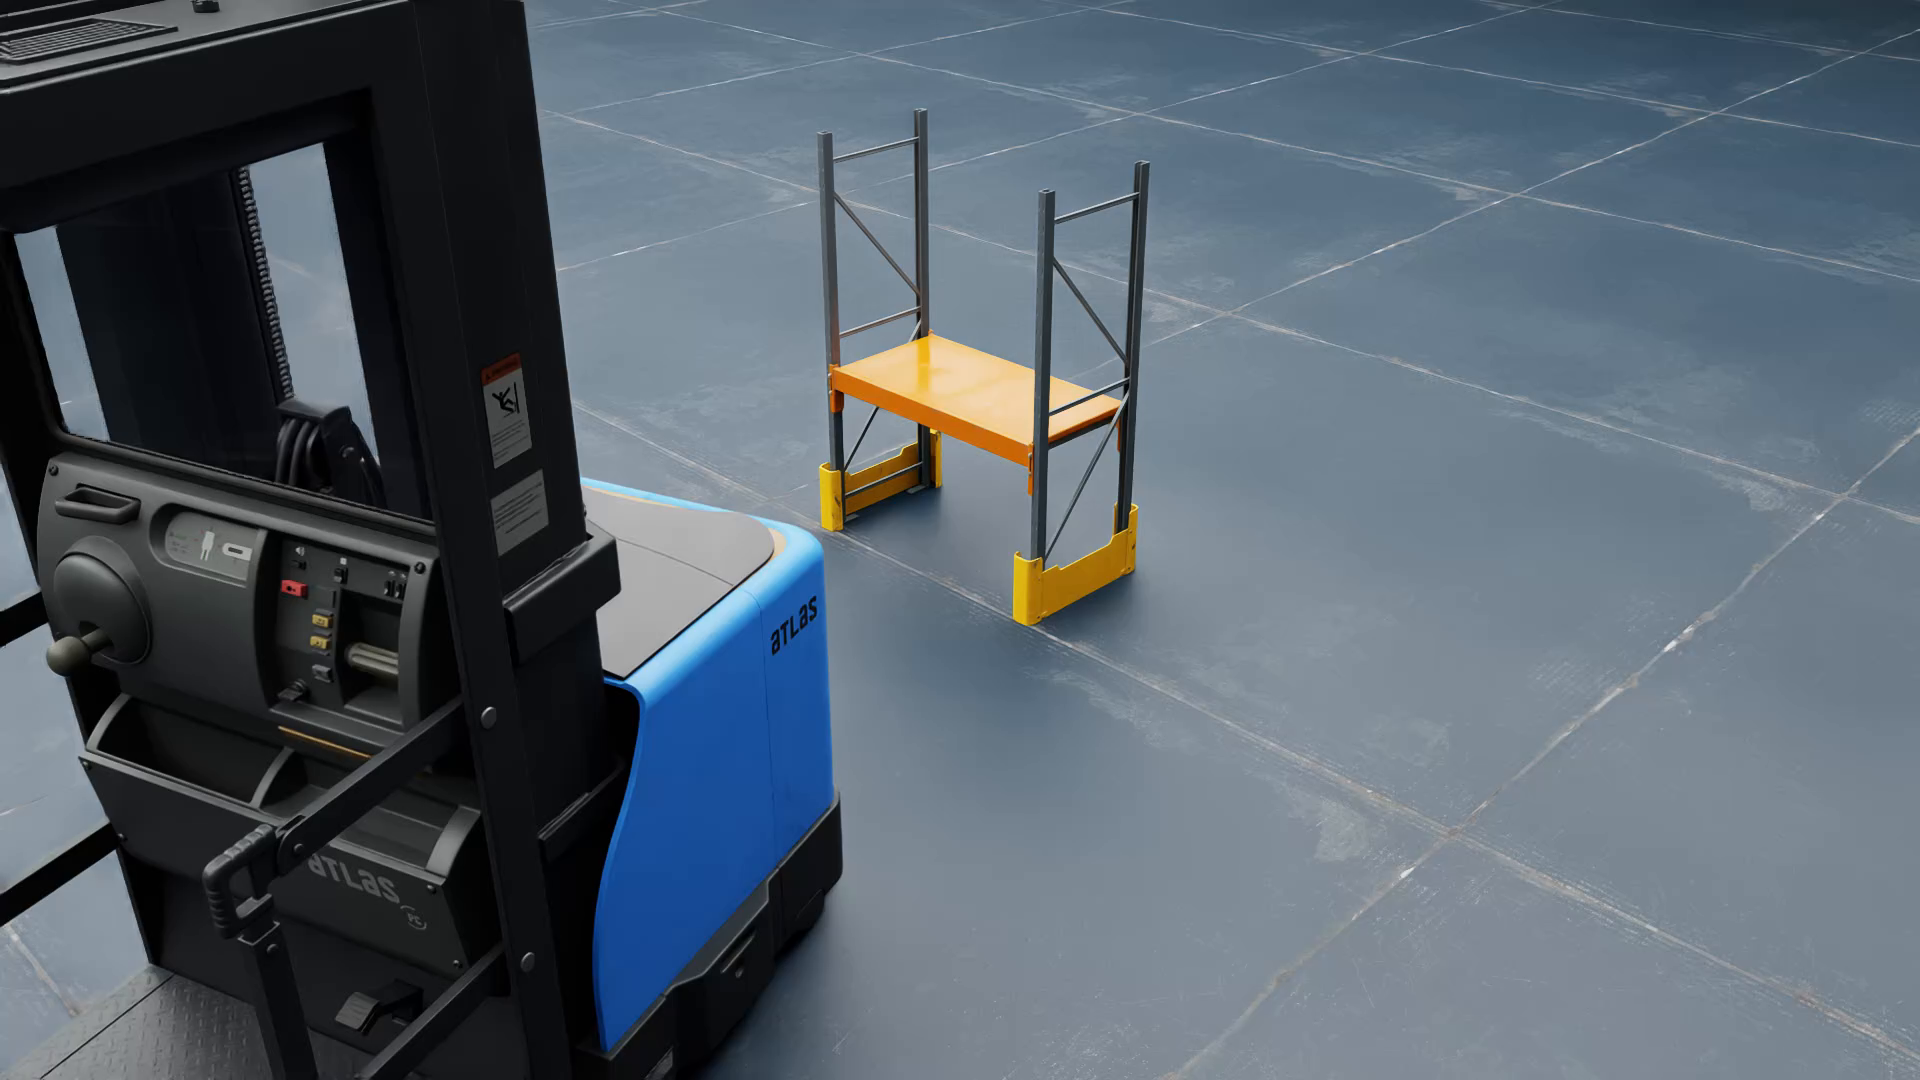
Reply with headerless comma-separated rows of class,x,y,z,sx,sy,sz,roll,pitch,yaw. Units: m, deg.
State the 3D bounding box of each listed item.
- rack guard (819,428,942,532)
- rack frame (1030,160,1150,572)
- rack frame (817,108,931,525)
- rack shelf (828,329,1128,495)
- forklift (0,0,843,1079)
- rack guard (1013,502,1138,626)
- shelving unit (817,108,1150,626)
rack guard,-0.301,-0.248,6.454,0.087,0.250,0.587,25,36,38
rack frame,0.423,-0.470,5.533,0.032,1.500,0.500,25,36,38
rack frame,-0.302,-0.802,6.163,0.032,1.500,0.500,25,36,38
rack shelf,0.061,-0.477,5.932,1.000,0.185,0.538,25,36,38
forklift,-1.402,0.151,2.813,1.130,2.935,3.031,13,30,22
rack guard,0.409,0.077,5.835,0.087,0.250,0.587,25,36,38
shelving unit,0.054,-0.639,5.854,1.083,1.500,0.587,25,36,38
